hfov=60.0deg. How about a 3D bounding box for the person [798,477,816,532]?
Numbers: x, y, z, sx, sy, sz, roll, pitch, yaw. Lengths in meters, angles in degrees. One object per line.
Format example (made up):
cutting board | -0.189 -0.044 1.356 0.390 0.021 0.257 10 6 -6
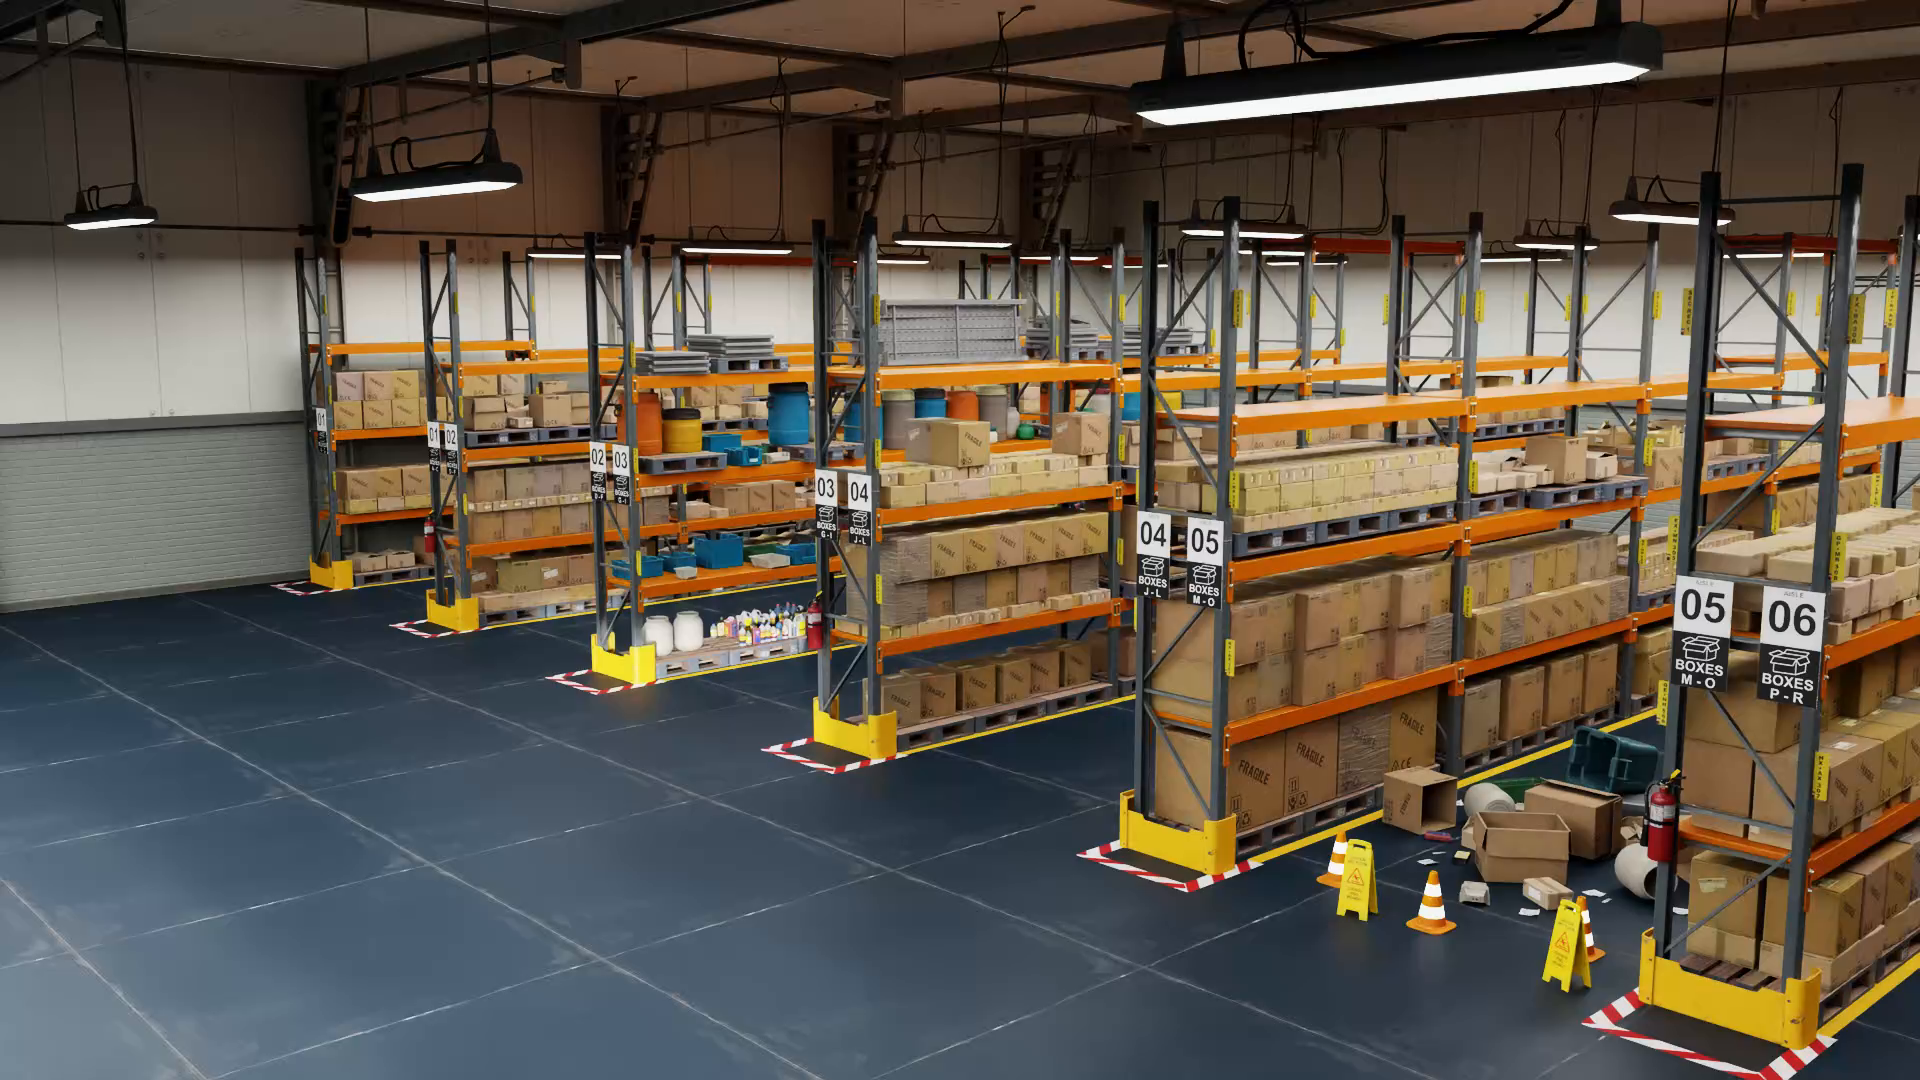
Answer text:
person | -3.015 -0.485 33.400 0.638 1.588 0.544 -7 11 -40
